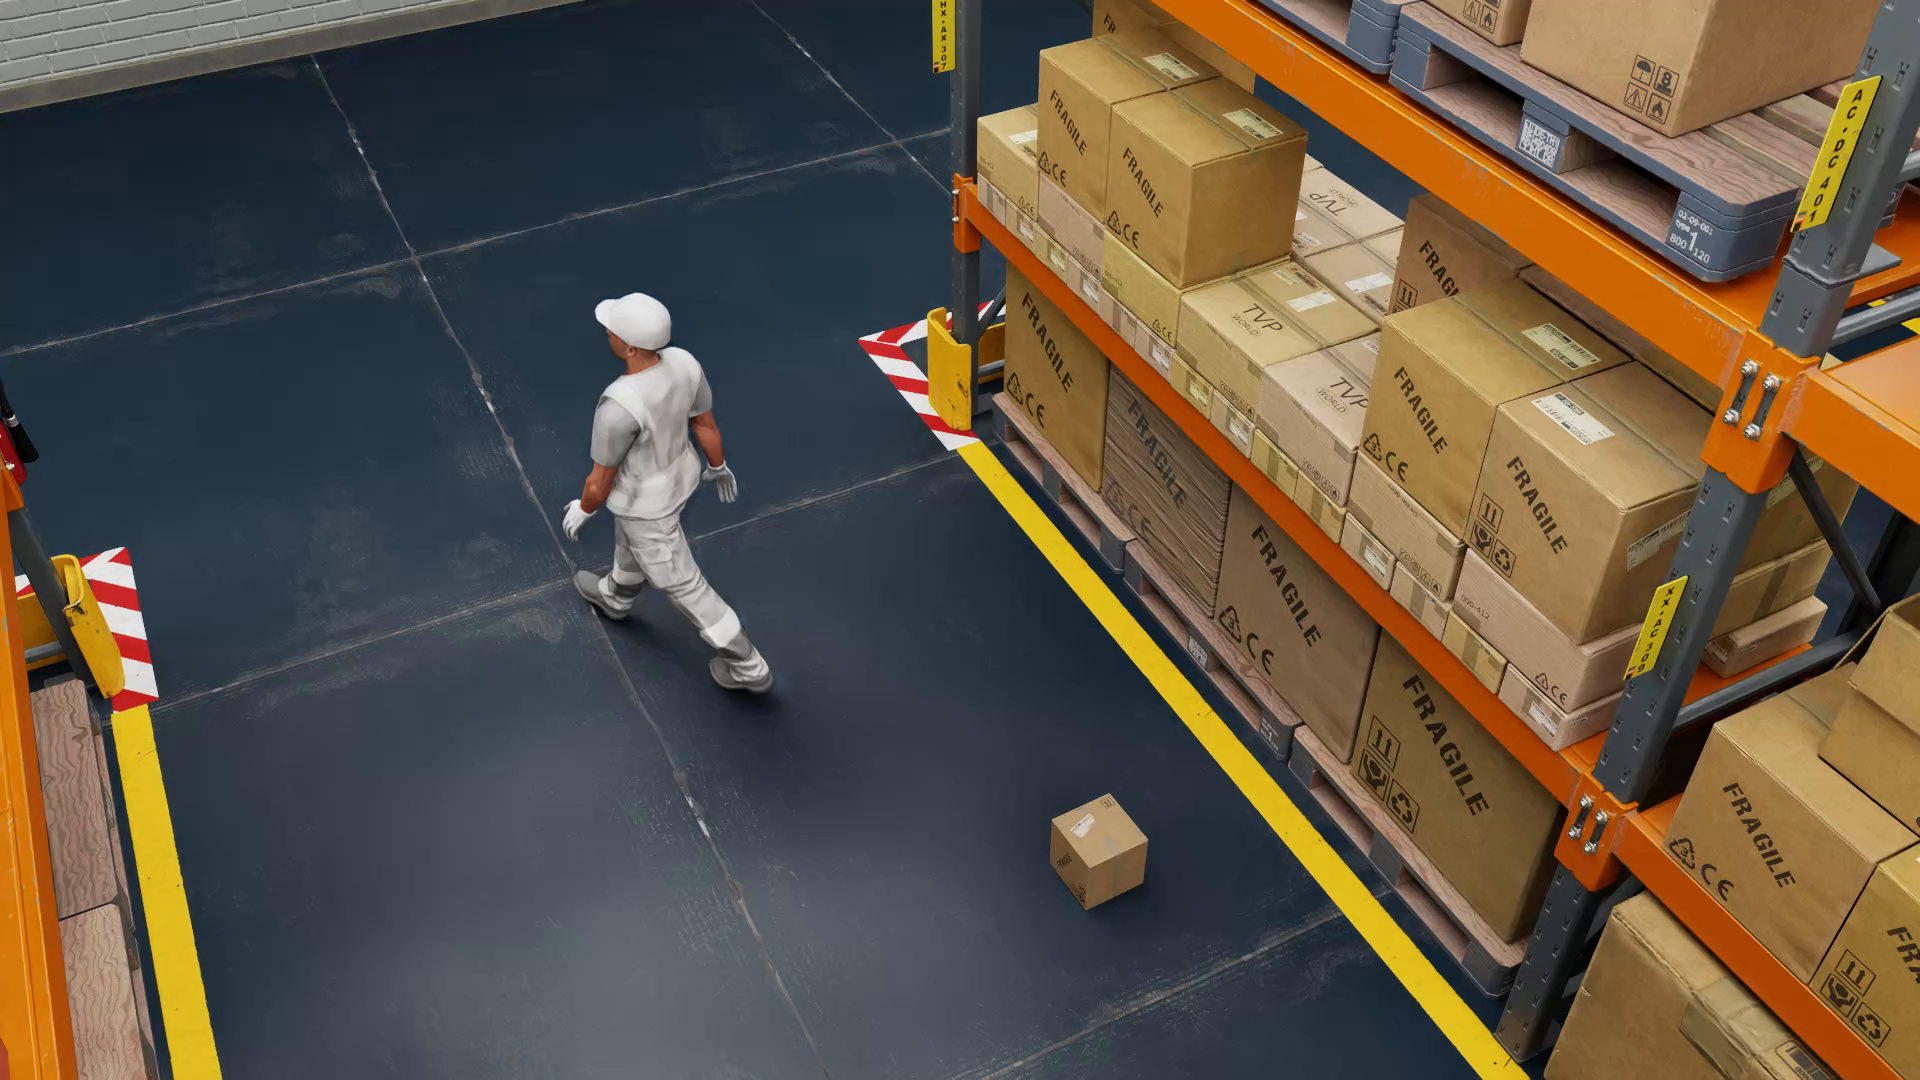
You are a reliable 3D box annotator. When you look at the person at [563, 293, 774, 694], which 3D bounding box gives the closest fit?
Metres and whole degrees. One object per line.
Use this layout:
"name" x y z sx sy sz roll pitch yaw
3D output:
"person" -1.212 -0.203 6.385 1.099 1.736 0.584 16 44 18
